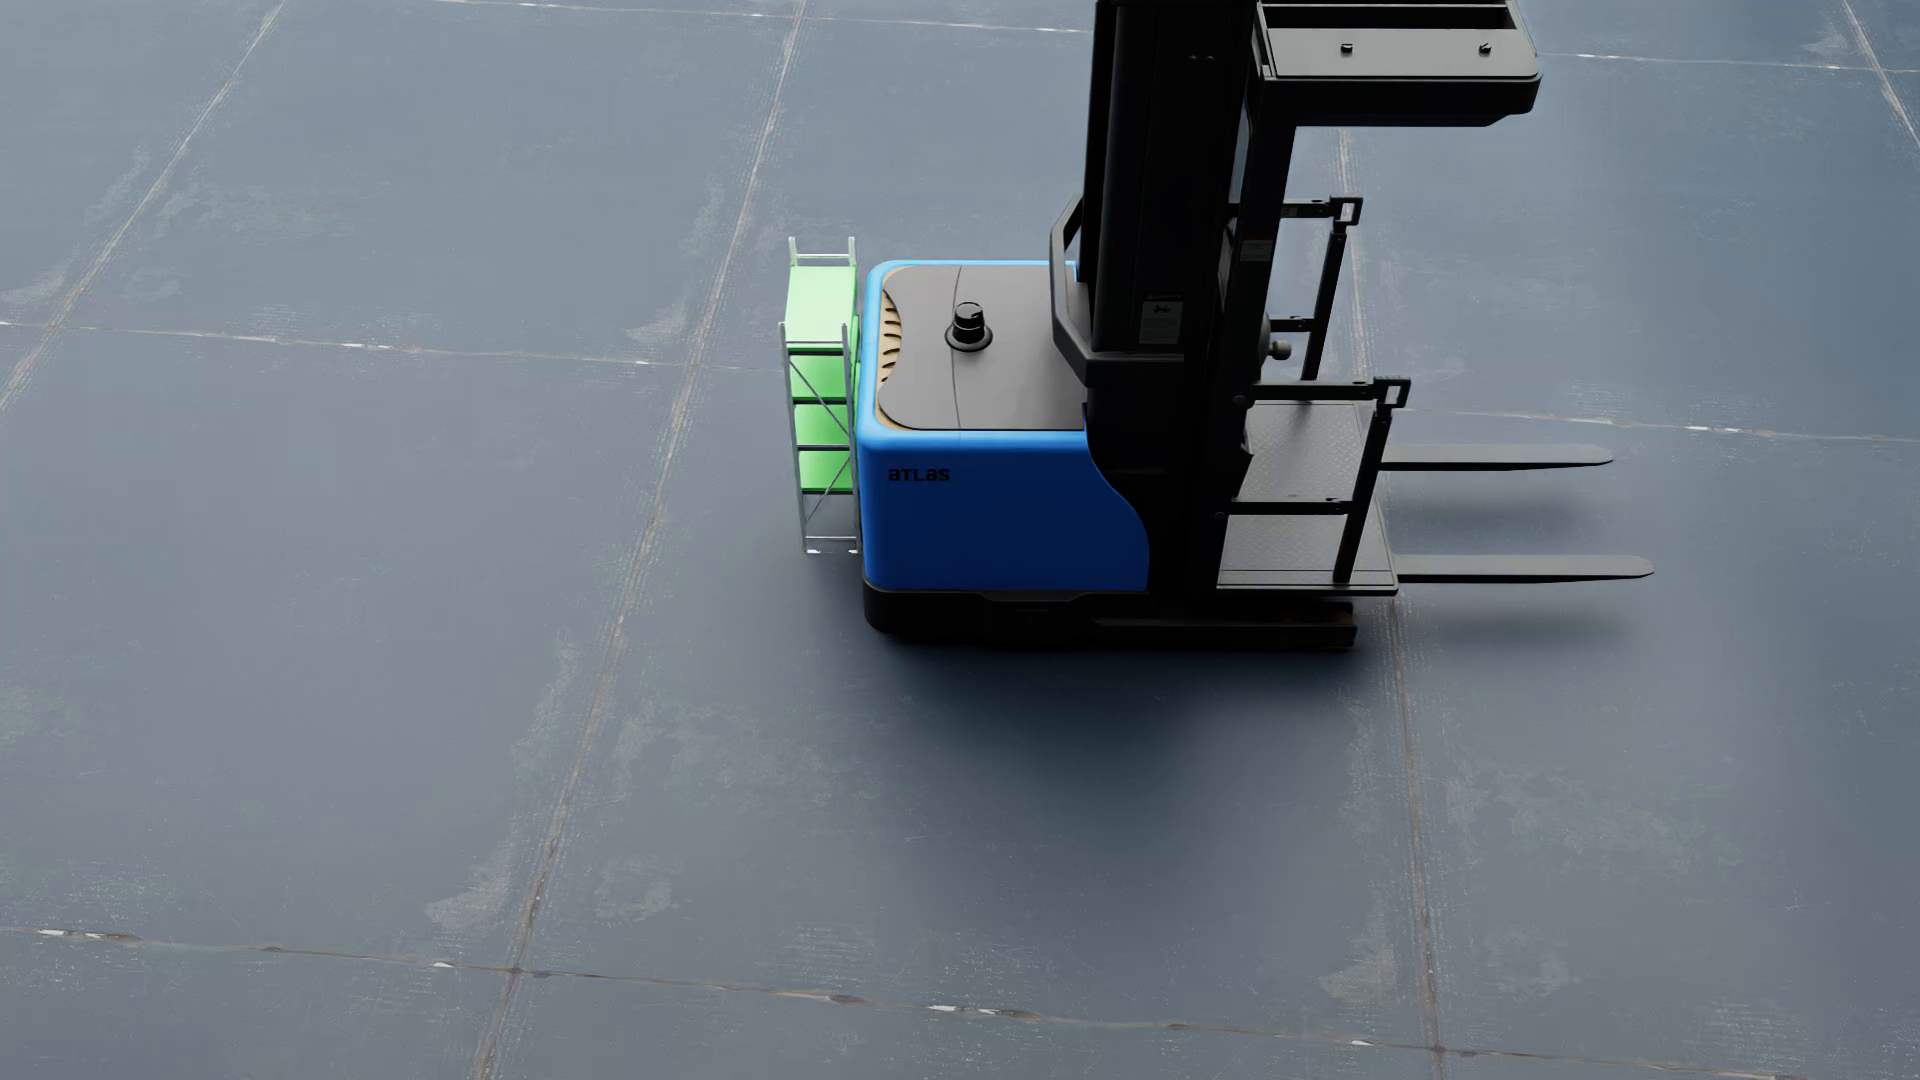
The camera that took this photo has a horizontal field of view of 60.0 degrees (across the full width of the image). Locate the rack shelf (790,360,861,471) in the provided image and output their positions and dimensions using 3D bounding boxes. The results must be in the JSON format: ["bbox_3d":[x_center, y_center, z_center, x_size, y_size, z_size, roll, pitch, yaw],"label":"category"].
[{"bbox_3d":[-0.515,-0.492,6.499,0.258,0.148,0.480,0,48,0],"label":"rack shelf"}]

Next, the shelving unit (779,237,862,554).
[{"bbox_3d":[-0.515,-0.535,6.452,0.258,1.200,0.503,0,48,0],"label":"shelving unit"}]

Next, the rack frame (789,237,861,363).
[{"bbox_3d":[-0.514,-0.715,6.616,0.240,1.200,0.015,0,48,0],"label":"rack frame"}]

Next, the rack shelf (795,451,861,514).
[{"bbox_3d":[-0.515,-0.330,6.676,0.258,0.148,0.480,0,48,0],"label":"rack shelf"}]

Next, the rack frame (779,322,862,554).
[{"bbox_3d":[-0.516,-0.355,6.287,0.240,1.200,0.015,0,48,0],"label":"rack frame"}]

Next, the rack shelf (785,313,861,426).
[{"bbox_3d":[-0.515,-0.654,6.322,0.258,0.148,0.480,0,48,0],"label":"rack shelf"}]

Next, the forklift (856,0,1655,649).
[{"bbox_3d":[1.147,-0.966,5.673,3.031,2.935,1.130,0,48,0],"label":"forklift"}]

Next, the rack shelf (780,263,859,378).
[{"bbox_3d":[-0.515,-0.816,6.145,0.258,0.148,0.480,0,48,0],"label":"rack shelf"}]
